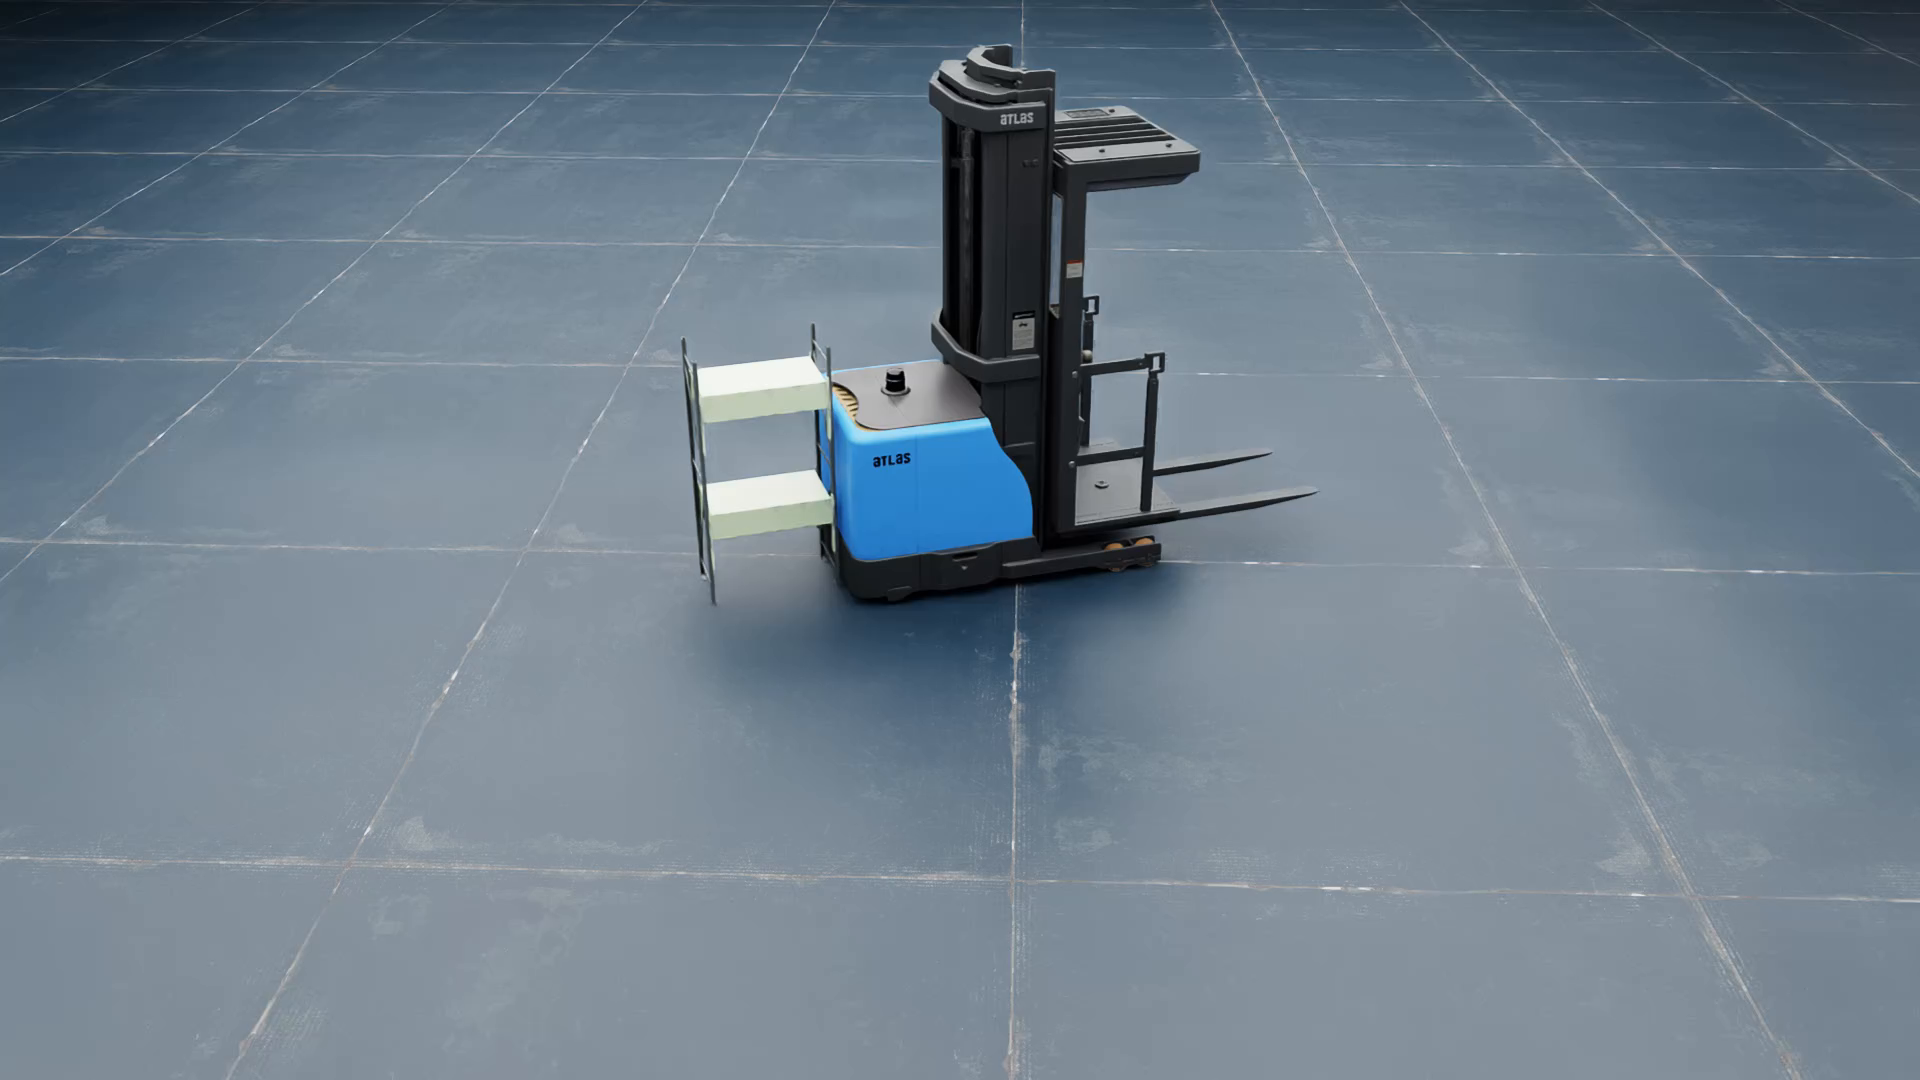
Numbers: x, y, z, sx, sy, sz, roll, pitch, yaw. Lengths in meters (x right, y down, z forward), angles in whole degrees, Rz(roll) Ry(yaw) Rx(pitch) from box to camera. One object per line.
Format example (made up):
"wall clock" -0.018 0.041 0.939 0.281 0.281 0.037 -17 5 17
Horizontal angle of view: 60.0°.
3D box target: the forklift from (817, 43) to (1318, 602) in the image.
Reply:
"forklift" 0.694 -1.334 9.662 3.031 2.935 1.130 -9 29 -16

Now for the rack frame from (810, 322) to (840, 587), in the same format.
"rack frame" -0.775 -0.476 9.571 0.023 1.500 0.400 -9 29 -16

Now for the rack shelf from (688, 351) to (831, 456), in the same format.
"rack shelf" -1.124 -0.768 9.290 0.720 0.370 0.431 -9 29 -16

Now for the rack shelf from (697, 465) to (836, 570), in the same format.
"rack shelf" -1.124 -0.135 9.625 0.720 0.370 0.431 -9 29 -16

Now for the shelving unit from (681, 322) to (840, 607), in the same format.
"shelving unit" -1.124 -0.423 9.473 0.755 1.500 0.431 -9 29 -16

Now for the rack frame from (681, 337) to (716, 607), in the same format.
"rack frame" -1.473 -0.371 9.374 0.023 1.500 0.400 -9 29 -16
